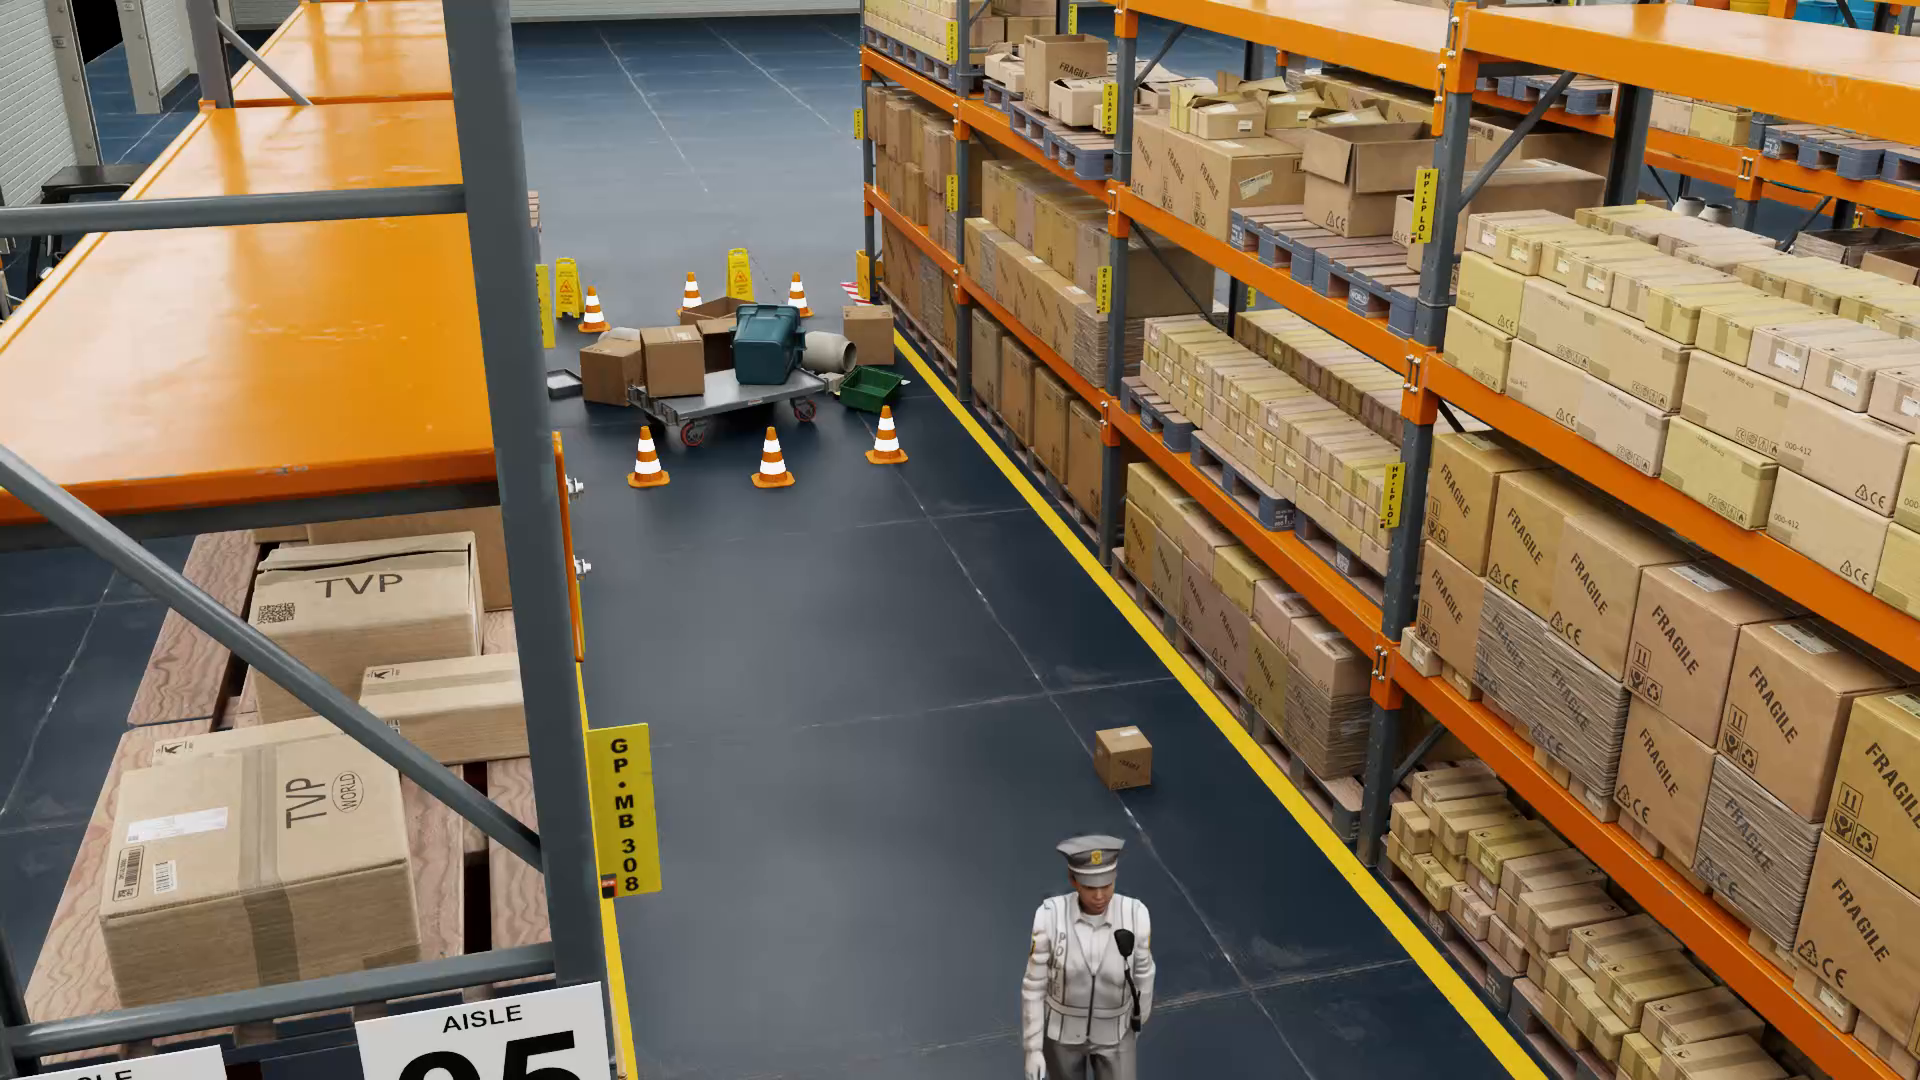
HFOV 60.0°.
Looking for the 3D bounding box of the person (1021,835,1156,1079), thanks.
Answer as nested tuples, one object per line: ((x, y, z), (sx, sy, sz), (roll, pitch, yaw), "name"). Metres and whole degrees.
((0.475, 1.881, 6.188), (0.501, 1.754, 0.588), (1, 23, 2), "person")
